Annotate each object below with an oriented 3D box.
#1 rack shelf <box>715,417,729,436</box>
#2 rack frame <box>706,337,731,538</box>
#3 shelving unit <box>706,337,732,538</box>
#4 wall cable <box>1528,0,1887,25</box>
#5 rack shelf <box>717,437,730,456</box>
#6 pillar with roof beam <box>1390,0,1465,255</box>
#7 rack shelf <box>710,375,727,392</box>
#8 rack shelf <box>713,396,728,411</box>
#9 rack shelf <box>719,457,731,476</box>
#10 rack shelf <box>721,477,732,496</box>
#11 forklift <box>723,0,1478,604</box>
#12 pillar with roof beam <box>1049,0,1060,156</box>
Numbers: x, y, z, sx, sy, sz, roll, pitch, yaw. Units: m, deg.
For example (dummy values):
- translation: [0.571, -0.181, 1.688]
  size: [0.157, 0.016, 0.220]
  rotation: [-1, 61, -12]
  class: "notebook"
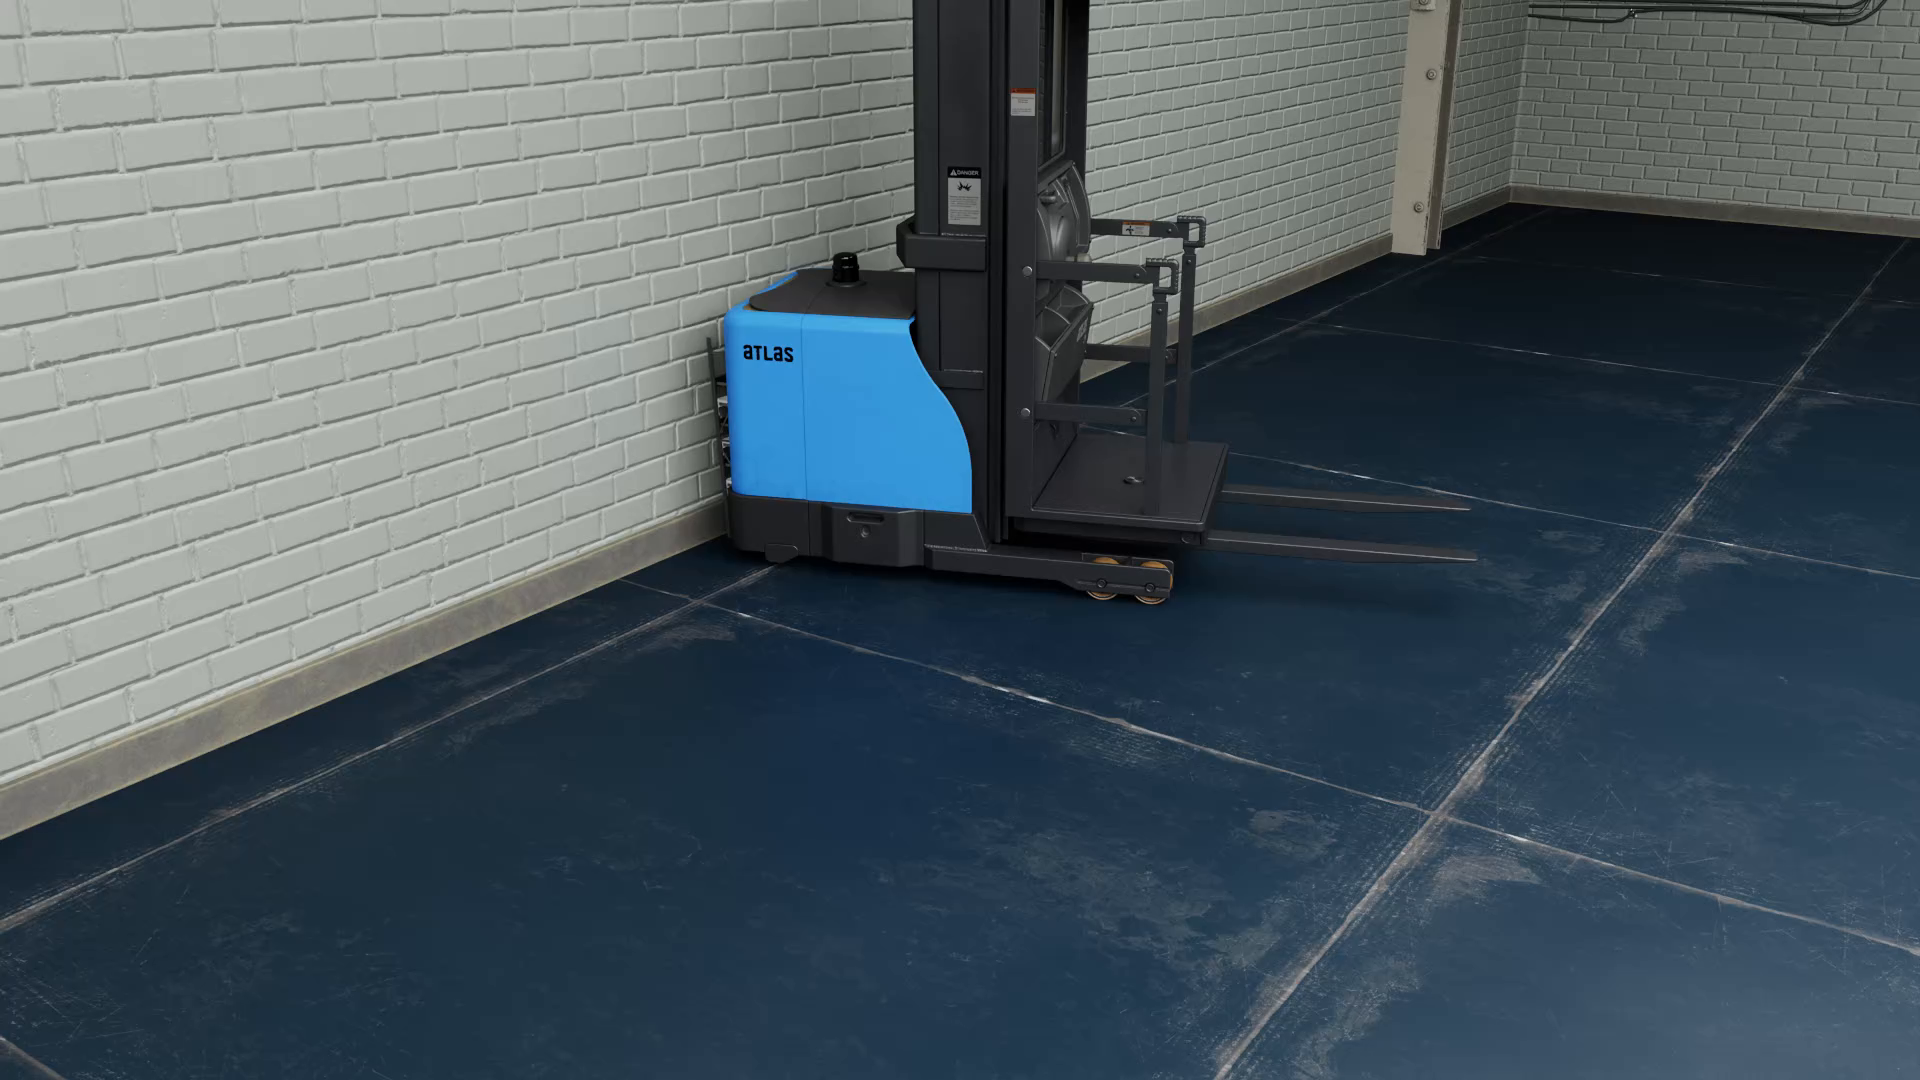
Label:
- translation: [-0.891, -0.495, 7.158]
  size: [0.258, 0.077, 0.200]
  rotation: [10, 22, 35]
  class: "rack shelf"
- translation: [-0.948, -0.413, 7.099]
  size: [0.240, 0.900, 0.006]
  rotation: [10, 22, 35]
  class: "rack frame"
- translation: [-0.888, -0.442, 7.176]
  size: [0.258, 0.900, 0.210]
  rotation: [10, 22, 35]
  class: "shelving unit"
- translation: [6.503, -5.752, 14.319]
  size: [3.097, 2.526, 0.112]
  rotation: [13, 24, 32]
  class: "wall cable"
- translation: [-0.886, -0.410, 7.186]
  size: [0.258, 0.077, 0.200]
  rotation: [10, 22, 35]
  class: "rack shelf"
- translation: [7.314, -5.781, 9.923]
  size: [9.100, 9.000, 0.400]
  rotation: [13, 24, 32]
  class: "pillar with roof beam"
- translation: [-0.901, -0.666, 7.103]
  size: [0.258, 0.077, 0.200]
  rotation: [10, 22, 35]
  class: "rack shelf"
- translation: [-0.896, -0.581, 7.131]
  size: [0.258, 0.077, 0.200]
  rotation: [10, 22, 35]
  class: "rack shelf"
- translation: [-0.881, -0.325, 7.214]
  size: [0.258, 0.077, 0.200]
  rotation: [10, 22, 35]
  class: "rack shelf"
- translation: [-0.875, -0.239, 7.242]
  size: [0.258, 0.077, 0.200]
  rotation: [10, 22, 35]
  class: "rack shelf"
- translation: [0.606, -1.324, 6.618]
  size: [3.031, 2.935, 1.130]
  rotation: [5, 21, 13]
  class: "forklift"
- translation: [3.941, -4.060, 5.269]
  size: [9.100, 9.000, 0.400]
  rotation: [13, 24, 32]
  class: "pillar with roof beam"
